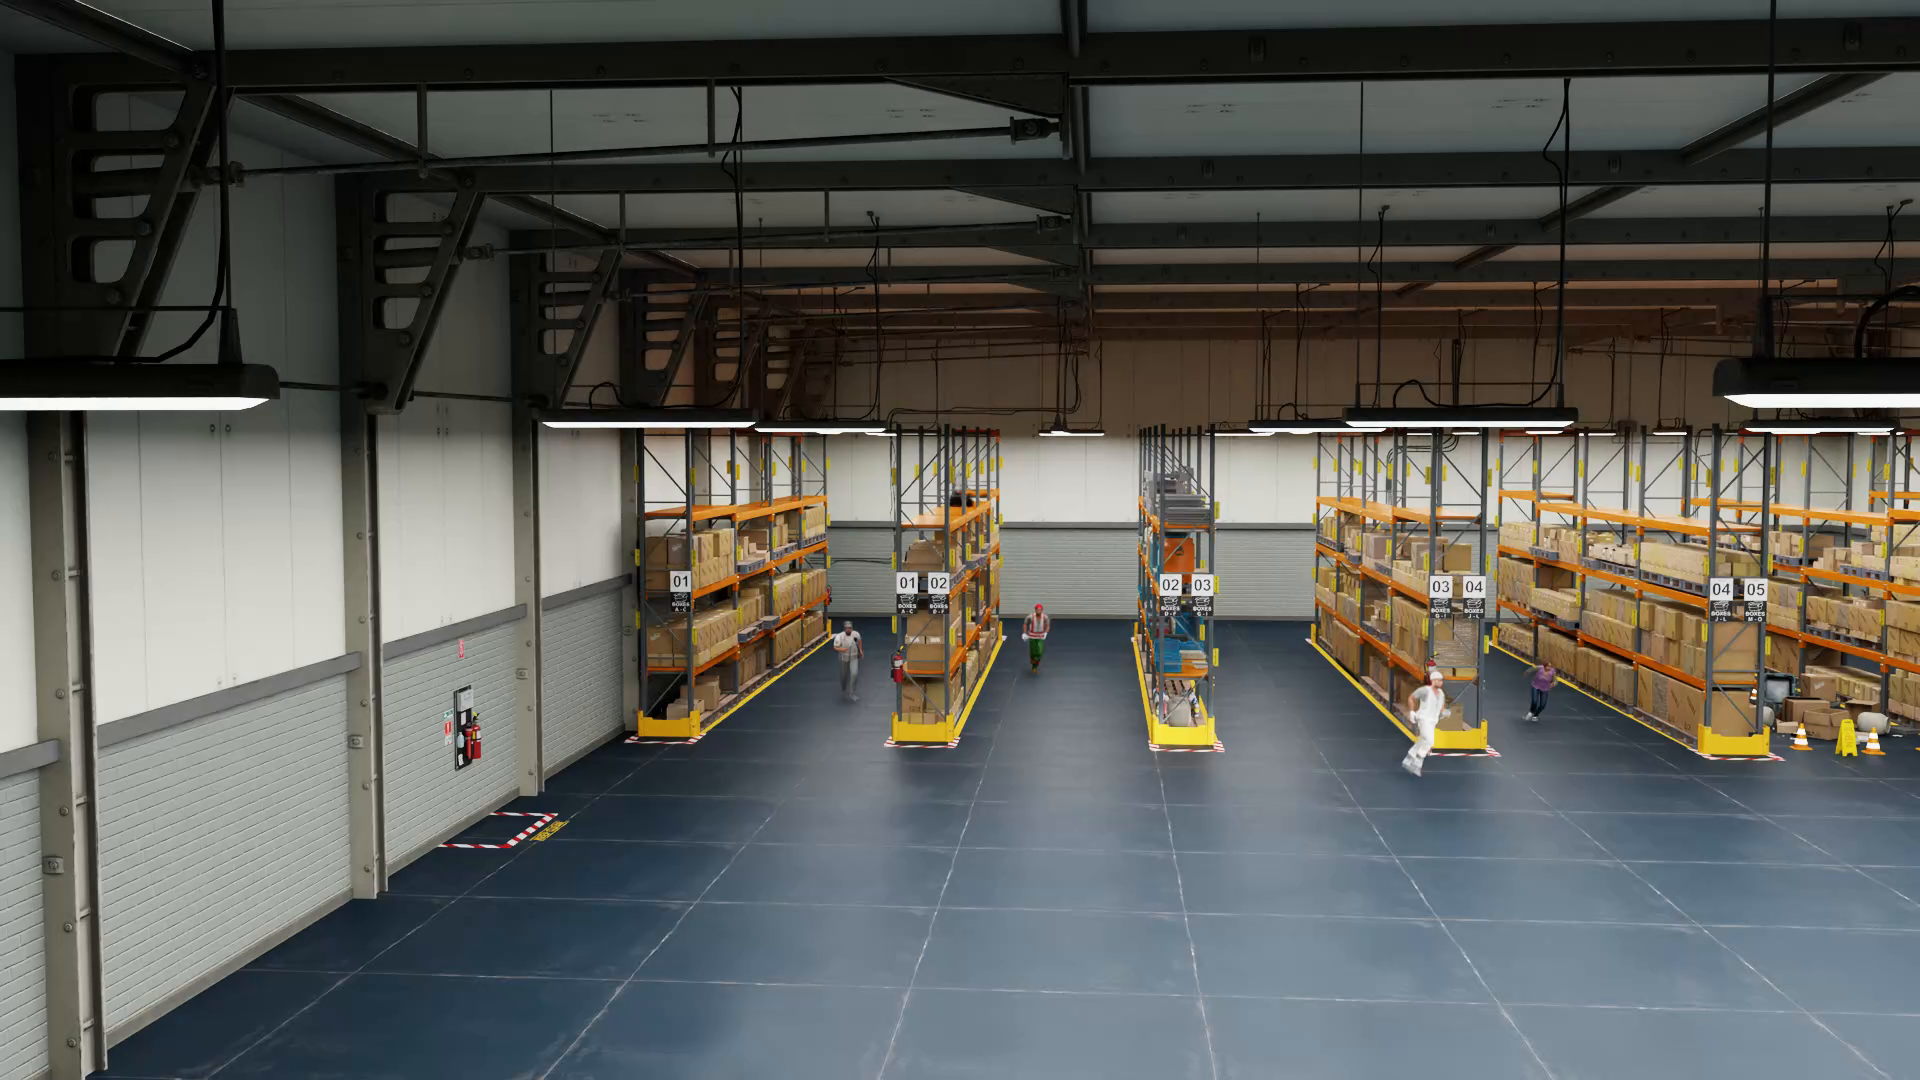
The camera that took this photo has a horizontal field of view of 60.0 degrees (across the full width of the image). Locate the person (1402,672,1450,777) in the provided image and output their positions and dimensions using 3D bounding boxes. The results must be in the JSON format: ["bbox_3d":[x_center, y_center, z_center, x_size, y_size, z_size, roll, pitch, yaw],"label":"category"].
[{"bbox_3d":[7.954,3.111,28.360,0.806,1.727,0.784,-2,4,-33],"label":"person"}]

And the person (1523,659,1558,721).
[{"bbox_3d":[11.646,3.010,33.290,0.551,1.347,0.911,0,3,6],"label":"person"}]

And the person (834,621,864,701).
[{"bbox_3d":[-2.459,2.630,36.672,0.674,1.749,0.999,-1,4,-9],"label":"person"}]

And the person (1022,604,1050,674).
[{"bbox_3d":[1.866,2.396,40.633,0.656,1.718,0.689,-1,4,-13],"label":"person"}]
